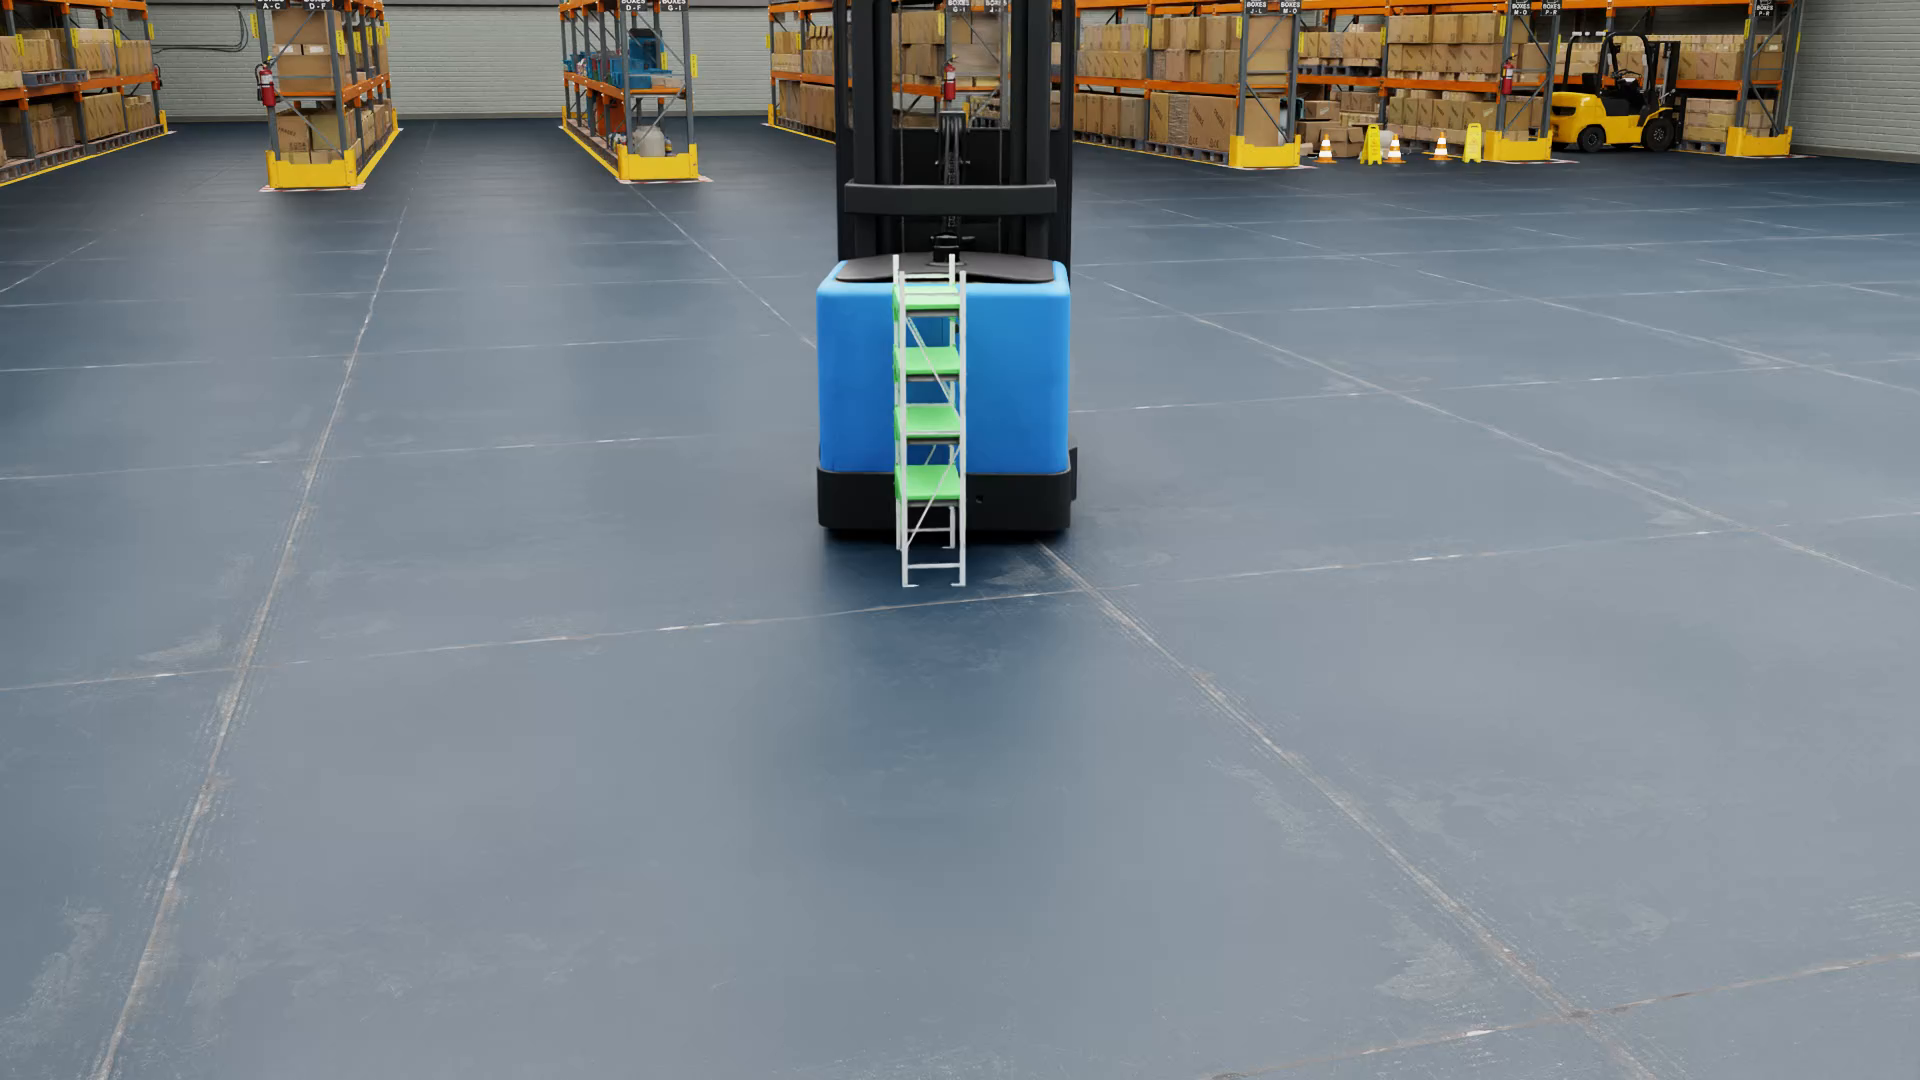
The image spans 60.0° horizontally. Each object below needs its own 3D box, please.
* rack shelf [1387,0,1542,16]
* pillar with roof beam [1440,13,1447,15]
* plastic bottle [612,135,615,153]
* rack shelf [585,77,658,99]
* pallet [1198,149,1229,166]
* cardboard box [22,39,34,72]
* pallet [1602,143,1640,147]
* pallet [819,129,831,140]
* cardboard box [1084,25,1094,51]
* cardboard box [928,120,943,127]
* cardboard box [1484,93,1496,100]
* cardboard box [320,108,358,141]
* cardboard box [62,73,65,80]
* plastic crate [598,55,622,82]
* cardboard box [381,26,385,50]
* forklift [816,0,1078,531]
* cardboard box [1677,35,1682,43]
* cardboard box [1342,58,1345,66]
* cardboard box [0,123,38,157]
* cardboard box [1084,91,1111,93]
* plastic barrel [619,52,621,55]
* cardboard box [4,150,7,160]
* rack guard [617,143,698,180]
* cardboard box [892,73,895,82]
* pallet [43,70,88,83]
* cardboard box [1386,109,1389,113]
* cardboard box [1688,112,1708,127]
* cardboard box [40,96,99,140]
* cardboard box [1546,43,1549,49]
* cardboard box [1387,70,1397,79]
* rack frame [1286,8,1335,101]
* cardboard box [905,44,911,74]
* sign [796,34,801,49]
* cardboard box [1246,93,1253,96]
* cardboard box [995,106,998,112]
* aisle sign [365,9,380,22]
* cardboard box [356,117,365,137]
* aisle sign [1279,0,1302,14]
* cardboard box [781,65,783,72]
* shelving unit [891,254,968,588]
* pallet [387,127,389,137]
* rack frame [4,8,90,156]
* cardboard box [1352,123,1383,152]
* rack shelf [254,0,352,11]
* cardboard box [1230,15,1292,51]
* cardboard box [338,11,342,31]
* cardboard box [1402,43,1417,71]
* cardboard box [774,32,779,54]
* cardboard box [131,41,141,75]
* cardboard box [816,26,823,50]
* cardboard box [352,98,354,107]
[{"bbox_3d":[9.233,-9.731,30.171,1.077,0.370,4.000,-5,17,-15],"label":"rack shelf"},{"bbox_3d":[7.793,-14.595,39.899,9.100,9.000,0.400,-5,17,-15],"label":"pillar with roof beam"},{"bbox_3d":[-5.727,-6.570,27.567,0.061,0.283,0.133,-4,17,-13],"label":"plastic bottle"},{"bbox_3d":[-6.157,-8.226,30.374,1.077,0.370,4.000,-5,17,-15],"label":"rack shelf"},{"bbox_3d":[4.756,-6.546,28.378,1.003,0.211,1.213,-5,17,-15],"label":"pallet"},{"bbox_3d":[-15.386,-7.791,26.737,0.700,0.500,0.500,-3,17,-10],"label":"cardboard box"},{"bbox_3d":[13.633,-8.027,33.308,1.003,0.211,1.213,-5,17,-15],"label":"pallet"},{"bbox_3d":[-2.420,-8.741,35.684,1.003,0.211,1.213,-5,17,-15],"label":"pallet"},{"bbox_3d":[2.966,-10.281,34.054,0.700,0.500,0.500,-5,17,-16],"label":"cardboard box"},{"bbox_3d":[-0.252,-6.818,28.050,0.500,0.500,0.500,-3,17,-10],"label":"cardboard box"},{"bbox_3d":[11.977,-10.124,37.928,0.380,0.149,0.250,-6,18,-18],"label":"cardboard box"},{"bbox_3d":[-9.907,-6.620,26.522,0.500,0.500,0.500,-5,17,-15],"label":"cardboard box"},{"bbox_3d":[-16.100,-8.339,29.902,0.380,0.149,0.250,-5,17,-16],"label":"cardboard box"},{"bbox_3d":[-6.034,-8.158,28.785,0.402,0.464,0.583,-5,17,-15],"label":"plastic crate"},{"bbox_3d":[-12.854,-10.947,36.268,0.500,0.500,0.500,-4,17,-14],"label":"cardboard box"},{"bbox_3d":[-0.016,-1.811,7.885,1.130,2.935,3.031,1,17,2],"label":"forklift"},{"bbox_3d":[13.826,-9.487,31.502,0.380,0.149,0.250,-4,17,-14],"label":"cardboard box"},{"bbox_3d":[8.037,-9.758,33.930,0.380,0.149,0.250,-5,18,-17],"label":"cardboard box"},{"bbox_3d":[-15.351,-6.450,26.791,0.700,0.500,0.500,-4,17,-13],"label":"cardboard box"},{"bbox_3d":[2.896,-9.453,35.518,0.500,0.250,0.500,-6,18,-18],"label":"cardboard box"},{"bbox_3d":[-6.218,-8.910,31.205,0.421,0.512,0.421,0,17,0],"label":"plastic barrel"},{"bbox_3d":[-14.957,-5.942,25.680,0.380,0.166,0.250,-7,18,-22],"label":"cardboard box"},{"bbox_3d":[-4.574,-5.731,25.162,1.175,0.500,0.348,-5,17,-15],"label":"rack guard"},{"bbox_3d":[-1.019,-8.135,29.257,0.380,0.149,0.250,-5,17,-15],"label":"cardboard box"},{"bbox_3d":[-15.934,-8.060,28.904,1.213,0.211,1.003,-5,17,-15],"label":"pallet"},{"bbox_3d":[10.821,-10.765,41.802,0.380,0.149,0.250,-5,18,-17],"label":"cardboard box"},{"bbox_3d":[13.993,-7.853,31.061,0.500,0.250,0.500,-5,17,-16],"label":"cardboard box"},{"bbox_3d":[-16.308,-7.726,30.465,0.750,0.750,0.750,-5,17,-16],"label":"cardboard box"},{"bbox_3d":[12.621,-10.440,35.191,0.380,0.149,0.250,-5,17,-17],"label":"cardboard box"},{"bbox_3d":[8.462,-8.960,32.002,0.380,0.149,0.250,-5,17,-16],"label":"cardboard box"},{"bbox_3d":[7.584,-10.299,36.024,1.000,3.000,0.127,-5,17,-15],"label":"rack frame"},{"bbox_3d":[-0.443,-8.198,28.341,0.875,0.500,0.500,-5,17,-15],"label":"cardboard box"},{"bbox_3d":[-3.577,-11.030,36.815,0.100,0.325,0.005,-5,17,-15],"label":"sign"},{"bbox_3d":[6.988,-10.174,38.573,0.875,0.875,0.875,-4,17,-14],"label":"cardboard box"},{"bbox_3d":[1.067,-10.395,40.051,0.380,0.149,0.250,-6,18,-18],"label":"cardboard box"},{"bbox_3d":[-13.393,-12.234,37.948,0.394,0.787,0.004,-5,17,-15],"label":"aisle sign"},{"bbox_3d":[-10.245,-6.914,27.829,0.500,0.311,0.500,-5,17,-15],"label":"cardboard box"},{"bbox_3d":[5.359,-8.916,26.901,0.394,0.787,0.004,-5,17,-15],"label":"aisle sign"},{"bbox_3d":[-4.007,-11.128,39.221,0.380,0.149,0.250,-5,17,-16],"label":"cardboard box"},{"bbox_3d":[-0.120,-0.466,6.418,0.258,1.200,0.503,-1,17,-5],"label":"shelving unit"},{"bbox_3d":[-12.757,-8.694,35.529,1.003,0.211,1.213,-5,17,-15],"label":"pallet"},{"bbox_3d":[-16.232,-8.341,29.504,1.000,3.000,0.127,-5,17,-15],"label":"rack frame"},{"bbox_3d":[7.670,-7.592,31.355,0.500,0.500,0.500,7,18,23],"label":"cardboard box"},{"bbox_3d":[-9.821,-8.166,24.958,1.077,0.370,4.000,-5,17,-15],"label":"rack shelf"},{"bbox_3d":[4.986,-8.361,27.436,0.875,0.550,0.550,-5,17,-15],"label":"cardboard box"},{"bbox_3d":[-10.243,-8.174,26.520,0.700,0.500,0.500,-5,17,-15],"label":"cardboard box"},{"bbox_3d":[8.697,-9.102,31.348,0.500,0.500,0.500,-5,17,-15],"label":"cardboard box"},{"bbox_3d":[-4.133,-11.866,39.680,0.500,0.500,0.500,-5,17,-17],"label":"cardboard box"},{"bbox_3d":[-17.869,-10.145,34.989,0.980,0.700,0.700,-6,18,-18],"label":"cardboard box"},{"bbox_3d":[-2.683,-10.783,35.719,0.797,0.503,0.637,-5,17,-15],"label":"cardboard box"},{"bbox_3d":[-12.396,-8.783,33.253,0.500,0.250,0.500,-5,17,-15],"label":"cardboard box"}]
